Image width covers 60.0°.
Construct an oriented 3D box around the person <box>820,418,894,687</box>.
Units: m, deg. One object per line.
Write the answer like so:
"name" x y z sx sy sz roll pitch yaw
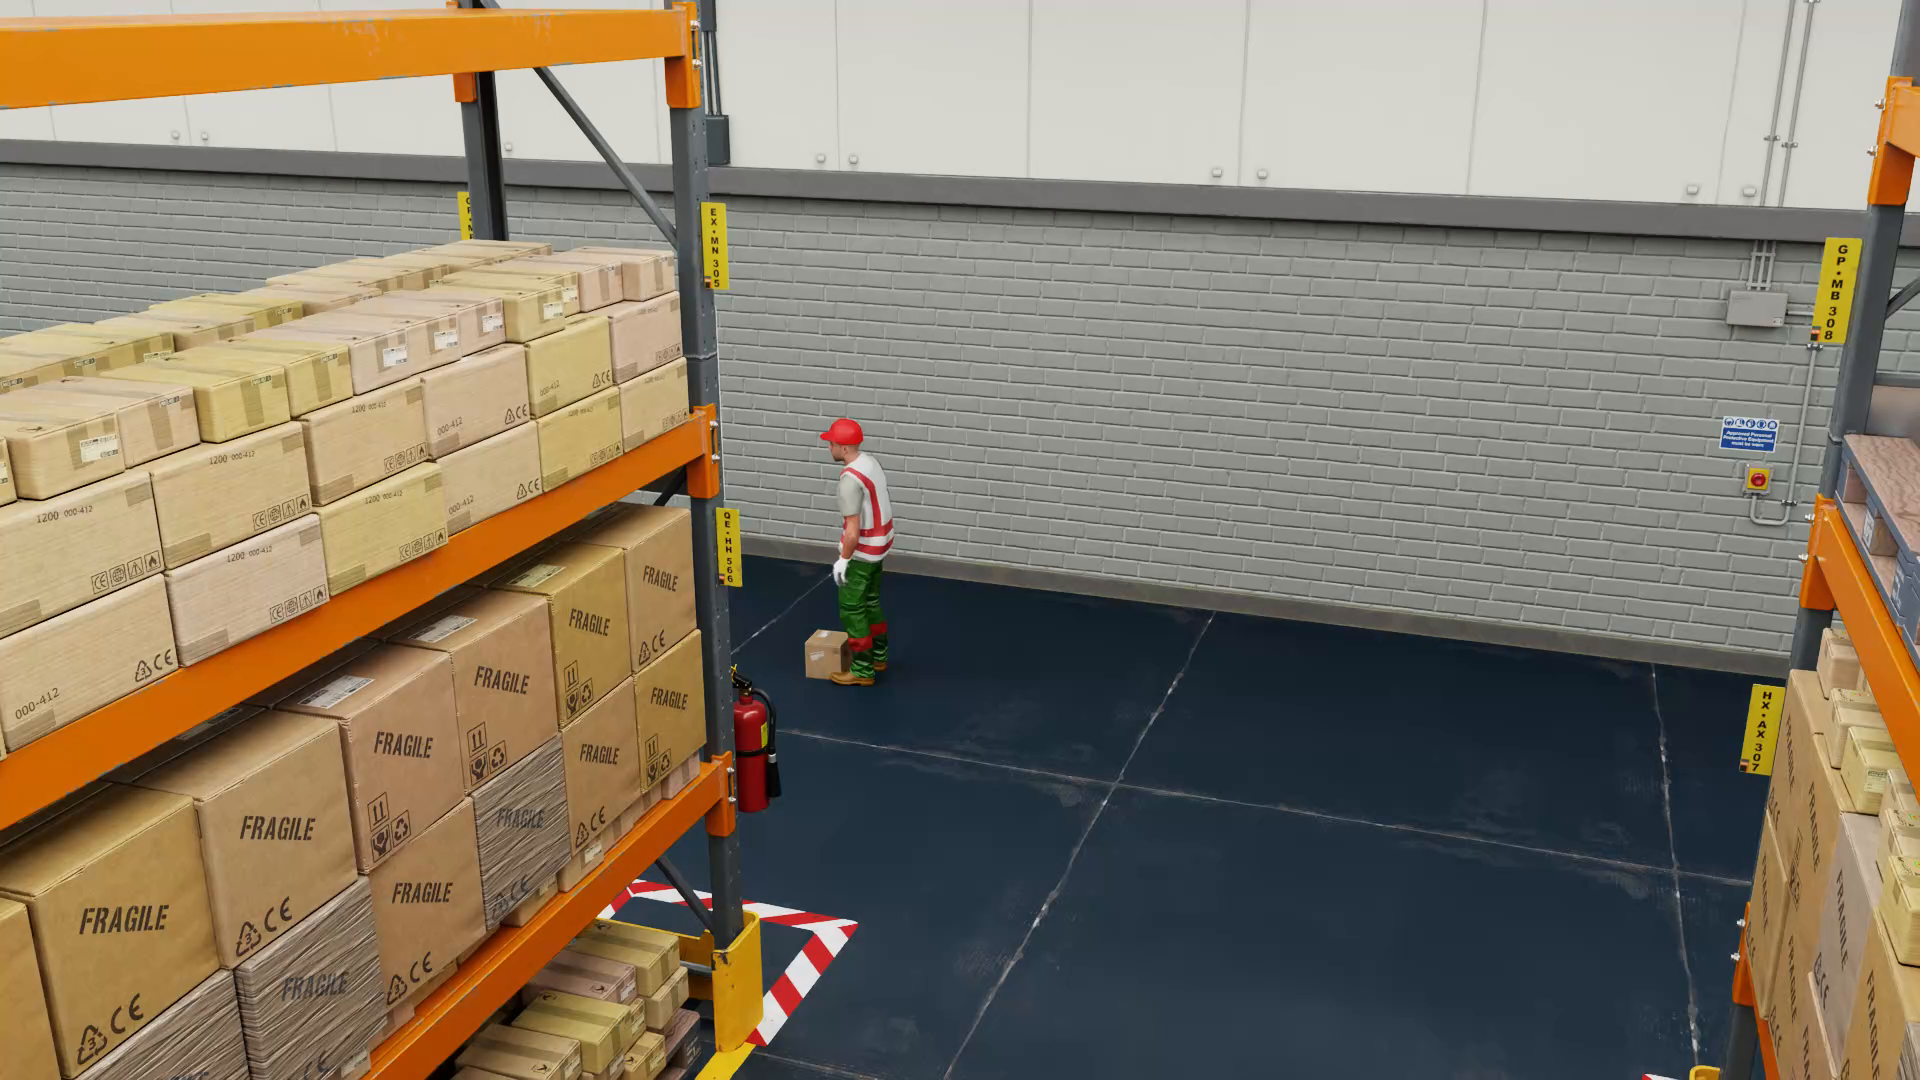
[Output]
"person" -0.666 0.075 10.810 0.447 1.780 0.620 5 19 15
